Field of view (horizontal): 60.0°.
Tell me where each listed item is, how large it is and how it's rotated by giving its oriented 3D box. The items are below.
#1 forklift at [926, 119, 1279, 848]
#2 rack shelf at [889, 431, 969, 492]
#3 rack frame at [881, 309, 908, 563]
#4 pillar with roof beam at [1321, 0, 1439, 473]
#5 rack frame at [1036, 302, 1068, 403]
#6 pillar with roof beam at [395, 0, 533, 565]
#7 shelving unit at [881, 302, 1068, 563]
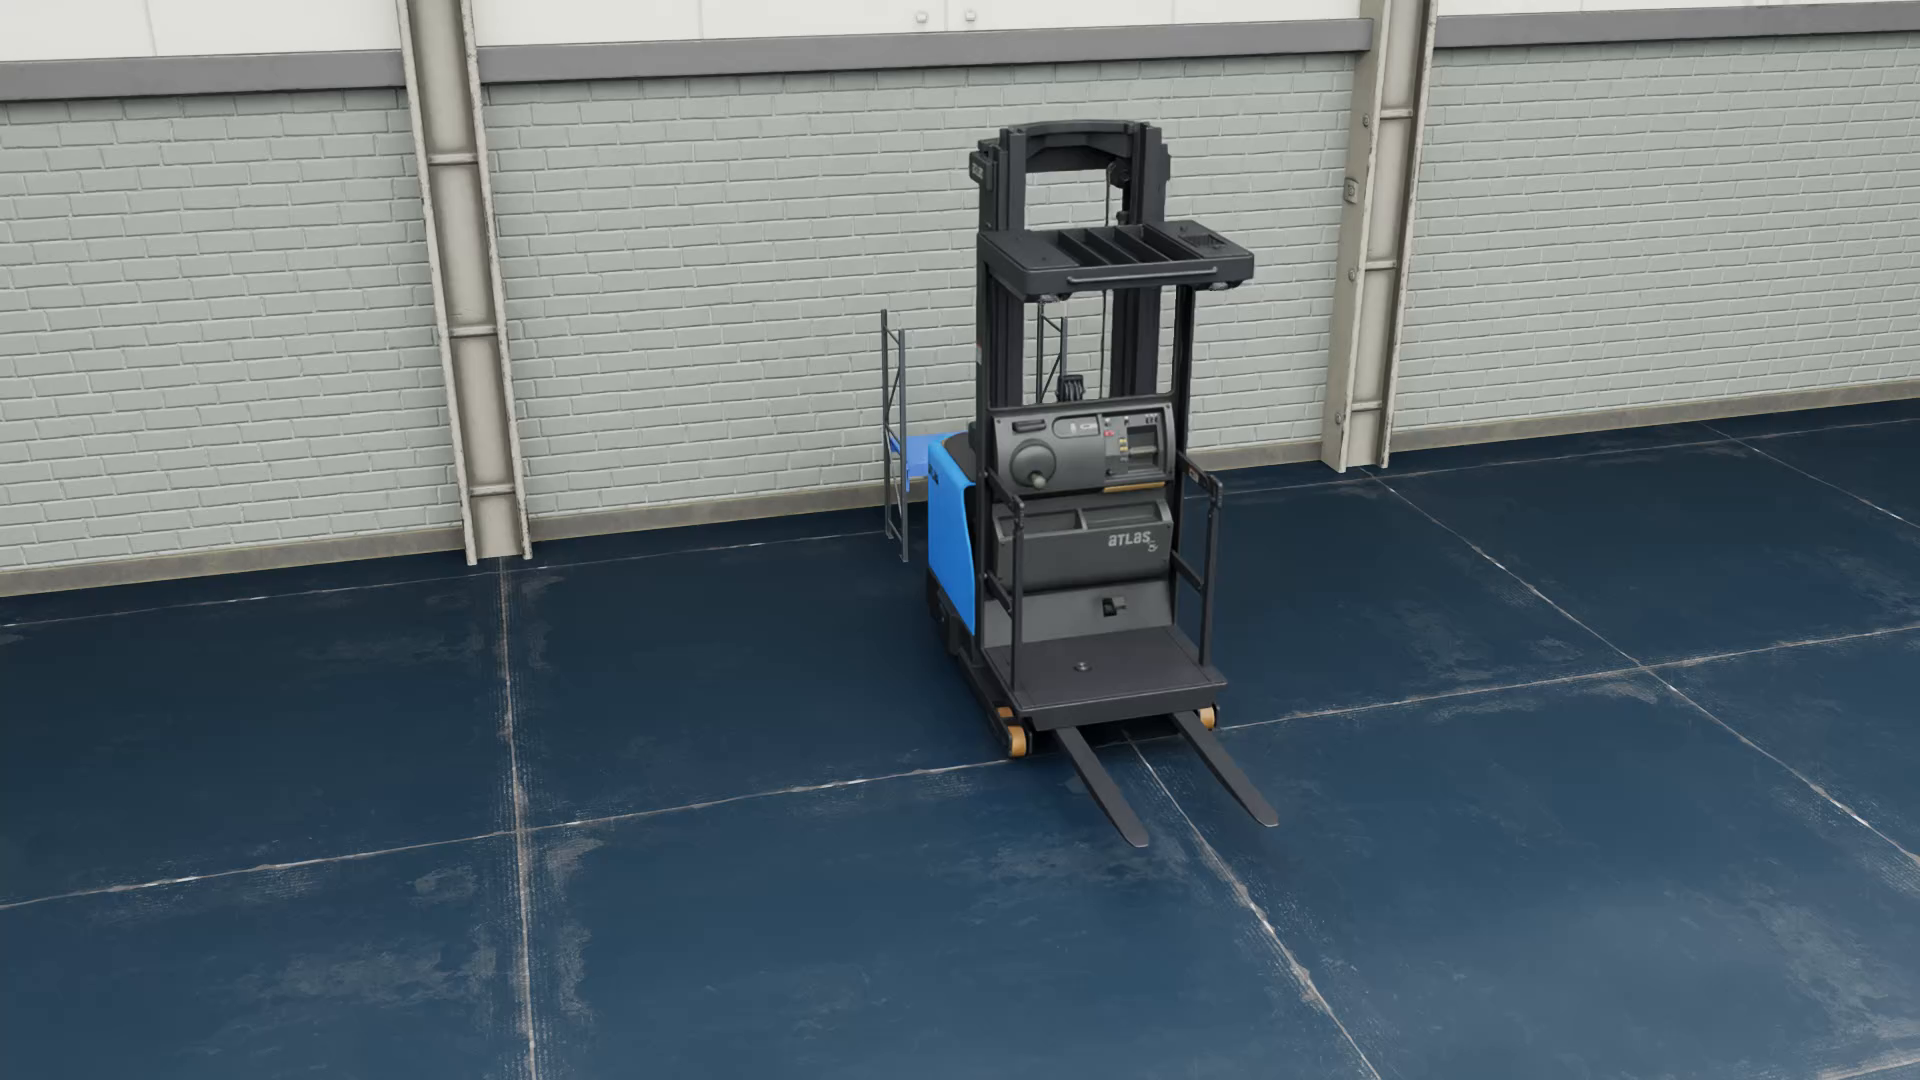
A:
[{"bbox_3d":[0.680,-0.437,8.051,1.130,2.935,3.031,-6,24,-14],"label":"forklift"},{"bbox_3d":[0.082,-0.533,10.546,1.000,0.185,0.538,-6,24,-14],"label":"rack shelf"},{"bbox_3d":[-0.407,-0.644,10.349,0.032,1.500,0.500,-6,24,-14],"label":"rack frame"},{"bbox_3d":[4.015,-3.061,6.472,0.400,9.000,9.100,-6,24,-14],"label":"pillar with roof beam"},{"bbox_3d":[0.572,-0.752,10.602,0.032,1.500,0.500,-6,24,-14],"label":"rack frame"},{"bbox_3d":[-1.762,-2.422,4.983,0.400,9.000,9.100,-6,24,-14],"label":"pillar with roof beam"},{"bbox_3d":[0.082,-0.698,10.475,1.048,1.500,0.538,-6,24,-14],"label":"shelving unit"}]
